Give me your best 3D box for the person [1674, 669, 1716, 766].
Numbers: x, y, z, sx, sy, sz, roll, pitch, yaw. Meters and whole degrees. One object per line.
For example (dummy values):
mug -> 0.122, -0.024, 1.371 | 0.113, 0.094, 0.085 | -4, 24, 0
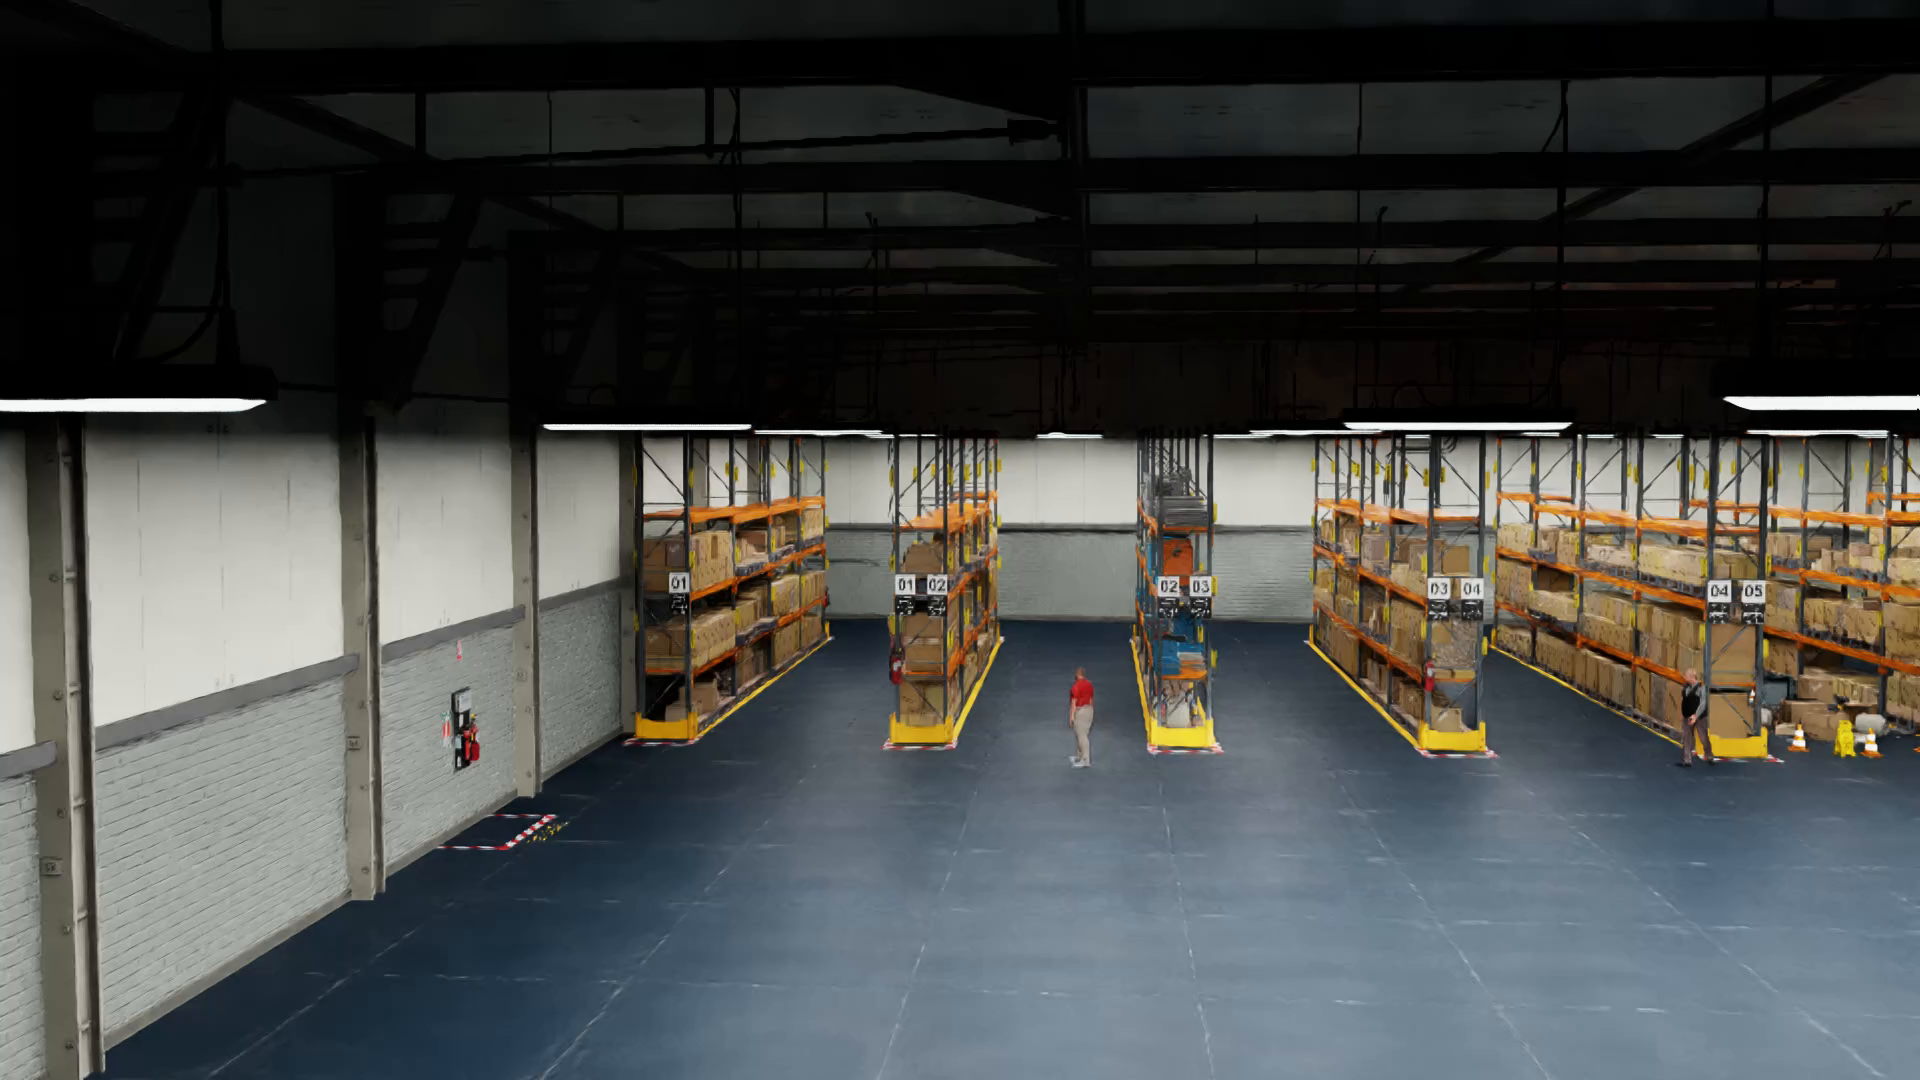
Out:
person -> 12.928, 3.115, 29.211 | 0.701, 1.718, 0.554 | -2, 4, -24

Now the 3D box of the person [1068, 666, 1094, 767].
person -> 2.103, 3.086, 29.313 | 0.579, 1.717, 0.653 | 2, 4, 34

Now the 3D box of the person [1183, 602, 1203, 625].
person -> 6.376, 2.115, 45.616 | 0.600, 1.699, 1.197 | 0, 3, 2

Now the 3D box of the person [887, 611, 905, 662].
person -> -1.568, 2.362, 42.591 | 0.598, 1.617, 0.503 | 0, 3, 3
